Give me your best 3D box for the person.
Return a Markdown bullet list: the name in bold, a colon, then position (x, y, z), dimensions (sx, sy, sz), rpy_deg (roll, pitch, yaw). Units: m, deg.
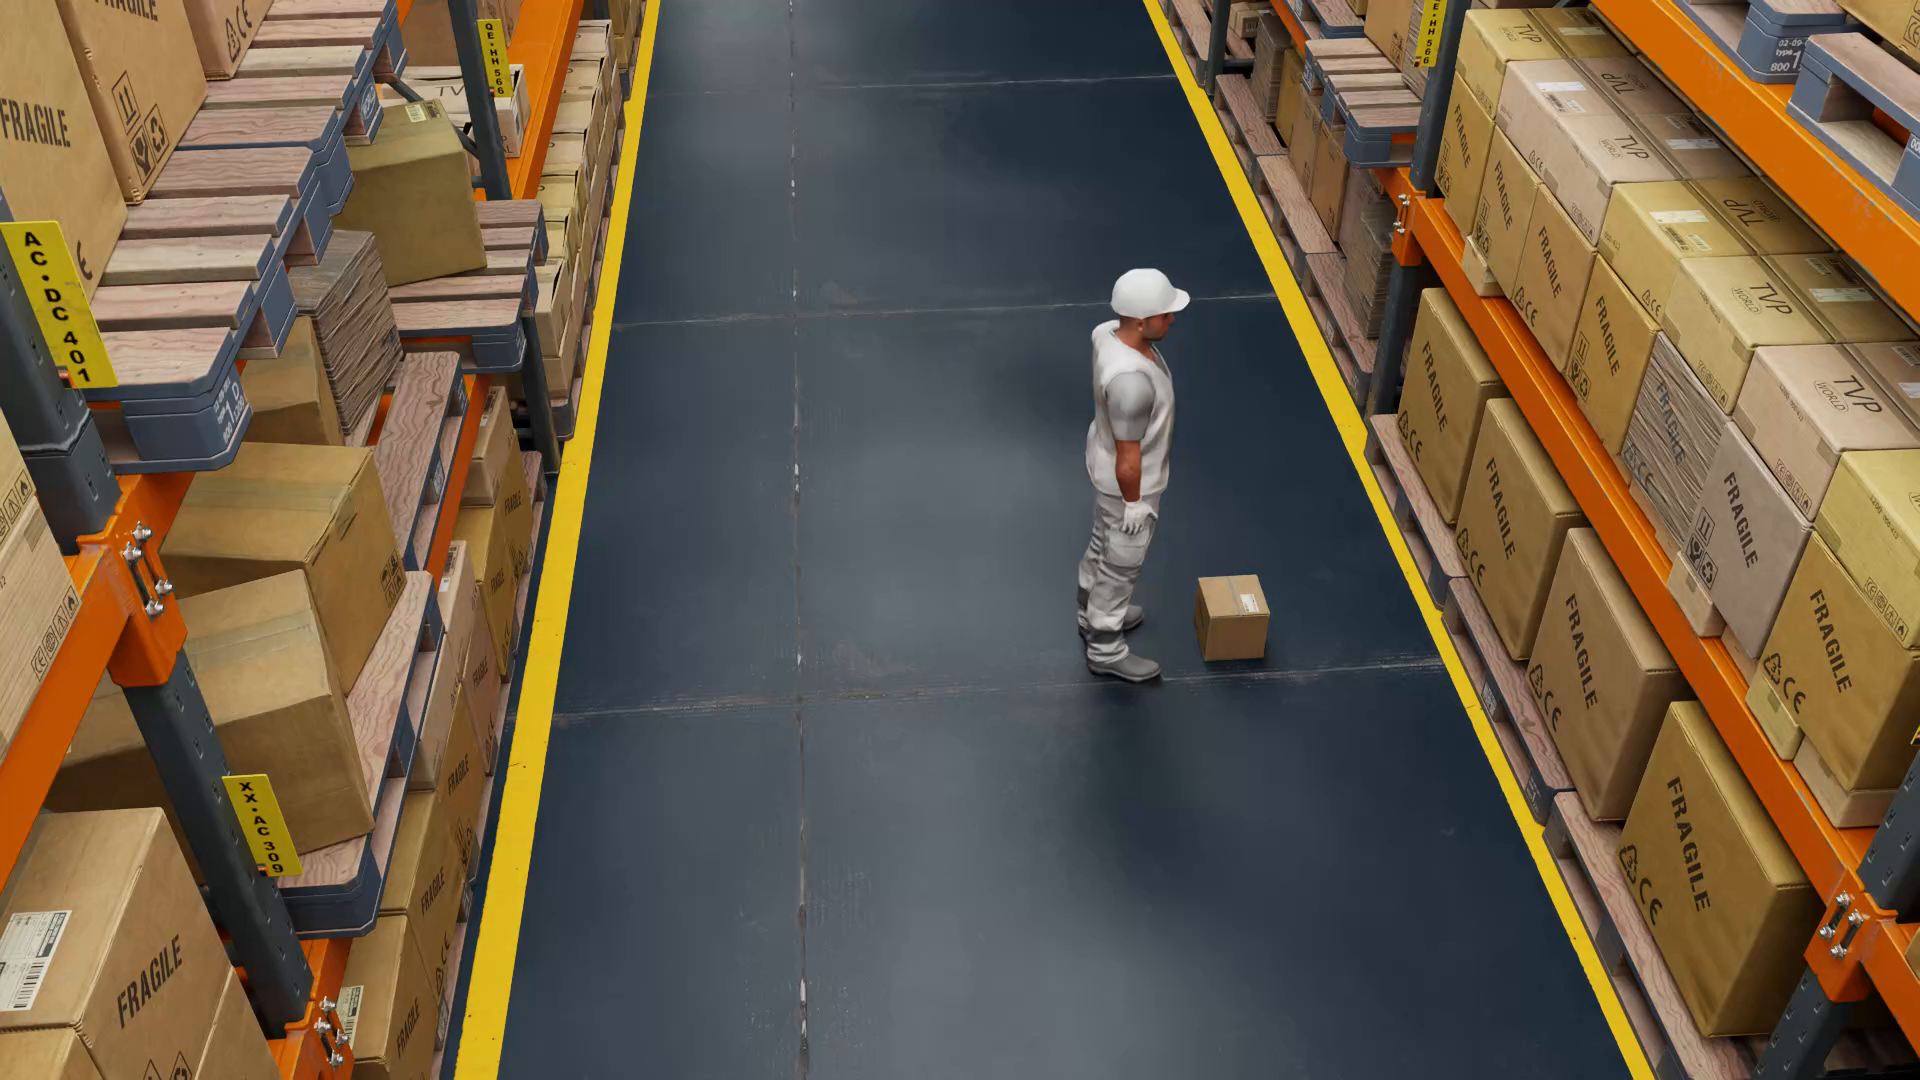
- **person**: position (0.655, -0.260, 6.457), dimensions (0.337, 1.790, 0.536), rpy_deg (-2, 39, -2)
